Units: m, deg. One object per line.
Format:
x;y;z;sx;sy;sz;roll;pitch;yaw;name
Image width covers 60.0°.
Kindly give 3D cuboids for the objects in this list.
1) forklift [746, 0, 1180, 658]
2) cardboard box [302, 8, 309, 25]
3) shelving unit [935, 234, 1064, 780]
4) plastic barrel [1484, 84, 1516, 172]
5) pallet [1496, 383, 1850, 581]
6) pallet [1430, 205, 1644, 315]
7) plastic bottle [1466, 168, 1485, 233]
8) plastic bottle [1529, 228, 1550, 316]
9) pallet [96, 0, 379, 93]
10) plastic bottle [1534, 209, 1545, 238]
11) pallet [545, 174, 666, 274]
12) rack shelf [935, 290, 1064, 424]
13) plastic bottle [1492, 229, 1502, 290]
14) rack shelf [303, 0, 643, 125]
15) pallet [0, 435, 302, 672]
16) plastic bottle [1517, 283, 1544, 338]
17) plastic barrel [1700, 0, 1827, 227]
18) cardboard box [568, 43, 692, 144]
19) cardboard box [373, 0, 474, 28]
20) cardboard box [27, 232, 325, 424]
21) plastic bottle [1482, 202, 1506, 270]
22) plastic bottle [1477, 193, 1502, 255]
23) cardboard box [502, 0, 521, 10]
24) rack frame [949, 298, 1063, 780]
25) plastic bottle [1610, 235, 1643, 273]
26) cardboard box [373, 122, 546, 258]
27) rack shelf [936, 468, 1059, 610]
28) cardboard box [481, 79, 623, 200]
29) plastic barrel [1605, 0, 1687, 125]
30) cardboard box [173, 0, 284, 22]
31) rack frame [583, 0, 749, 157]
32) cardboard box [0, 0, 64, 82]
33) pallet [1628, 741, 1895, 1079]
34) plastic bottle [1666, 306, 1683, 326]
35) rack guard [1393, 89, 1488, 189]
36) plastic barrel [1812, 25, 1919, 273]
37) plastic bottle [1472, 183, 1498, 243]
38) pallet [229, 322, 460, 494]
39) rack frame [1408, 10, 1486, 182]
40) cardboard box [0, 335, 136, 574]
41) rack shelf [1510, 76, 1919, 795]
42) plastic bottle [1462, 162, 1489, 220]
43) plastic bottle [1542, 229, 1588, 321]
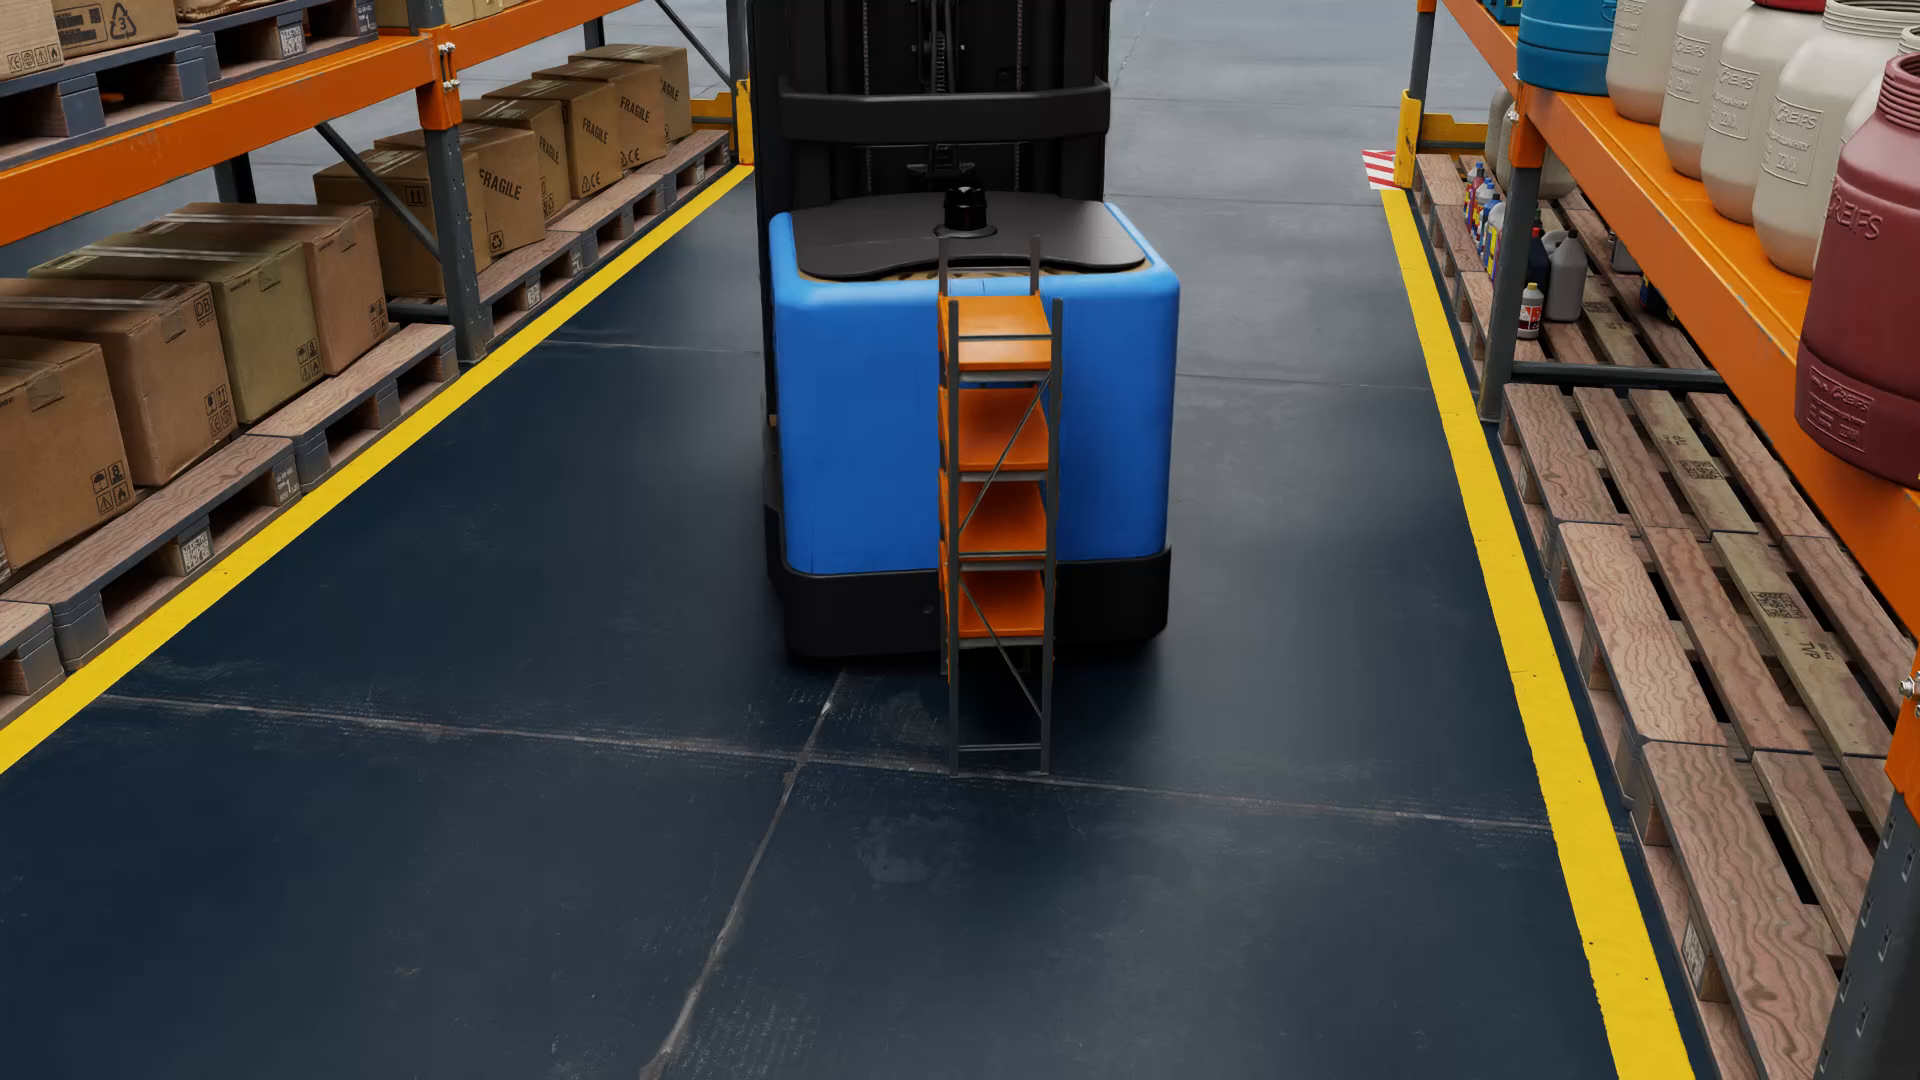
-0.126;-1.608;5.229;1.130;2.935;3.031;-3;25;-6;forklift
-2.708;-2.120;6.537;0.380;0.149;0.250;4;25;9;cardboard box
0.082;-0.074;3.981;0.258;1.200;0.503;-1;26;-3;shelving unit
3.055;-2.236;8.928;0.421;0.512;0.421;0;25;0;plastic barrel
2.343;-0.186;5.399;1.003;0.211;1.213;4;25;9;pallet
2.781;-1.307;7.794;1.003;0.211;1.213;4;25;9;pallet
2.428;-1.592;7.798;0.061;0.283;0.133;4;25;9;plastic bottle
2.254;-1.069;6.602;0.144;0.351;0.185;3;25;7;plastic bottle
-2.722;-1.727;5.628;1.003;0.211;1.213;4;25;9;pallet
2.444;-1.258;7.084;0.061;0.283;0.133;4;25;9;plastic bottle
-2.181;-1.656;8.538;1.003;0.211;1.213;4;25;9;pallet
0.083;-0.426;3.808;0.258;0.148;0.480;-1;26;-3;rack shelf
2.271;-1.190;6.939;0.061;0.283;0.133;6;26;12;plastic bottle
-2.126;-2.634;8.188;1.077;0.370;4.000;4;25;9;rack shelf
-2.776;-0.023;5.050;1.003;0.211;1.213;4;25;9;pallet
2.185;-0.886;6.385;0.097;0.201;0.097;0;25;0;plastic bottle
1.870;-0.969;3.622;0.433;0.535;0.433;0;25;0;plastic barrel
-1.918;-2.595;9.708;0.500;0.500;0.500;9;27;18;cardboard box
-2.121;-2.079;6.449;0.380;0.149;0.250;4;25;9;cardboard box
-2.671;-0.737;5.716;0.700;0.500;0.500;4;25;8;cardboard box
2.369;-1.318;7.222;0.152;0.276;0.135;4;25;9;plastic bottle
2.378;-1.410;7.424;0.097;0.271;0.097;0;25;0;plastic bottle
-2.054;-2.289;6.898;0.380;0.149;0.250;4;25;9;cardboard box
0.096;0.034;3.762;0.240;1.200;0.015;-1;26;-3;rack frame
2.925;-1.311;7.207;0.152;0.276;0.135;4;25;9;plastic bottle
-2.262;-1.586;7.554;0.500;0.500;0.500;13;28;25;cardboard box
0.082;-0.013;4.010;0.258;0.148;0.480;-1;26;-3;rack shelf
-2.103;-2.082;8.612;0.500;0.500;0.500;6;26;13;cardboard box
2.060;-1.457;4.664;0.433;0.535;0.433;0;25;0;plastic barrel
-2.721;-2.263;5.343;1.000;1.000;1.000;4;25;9;cardboard box
-1.799;-3.796;9.822;1.000;3.000;0.127;4;25;9;rack frame
-2.606;-1.258;4.081;0.500;0.250;0.500;3;25;7;cardboard box
1.944;0.834;3.219;1.003;0.211;1.213;4;25;9;pallet
2.838;-0.996;6.526;0.061;0.283;0.133;4;25;9;plastic bottle
3.121;-2.286;9.544;1.175;0.500;0.348;4;25;9;rack guard
1.737;-0.603;2.868;0.421;0.512;0.421;0;25;0;plastic barrel
2.411;-1.495;7.605;0.097;0.271;0.097;0;25;0;plastic bottle
-2.579;-0.535;6.144;1.003;0.211;1.213;4;25;9;pallet
3.087;-3.453;9.089;1.000;3.000;0.127;4;25;9;rack frame
-2.853;-0.270;4.718;0.700;0.500;0.500;6;26;13;cardboard box
2.106;-0.618;3.881;1.077;0.370;4.000;4;25;9;rack shelf
2.483;-1.680;8.001;0.097;0.271;0.097;0;25;0;plastic bottle
2.396;-1.059;6.580;0.144;0.351;0.185;4;25;9;plastic bottle
